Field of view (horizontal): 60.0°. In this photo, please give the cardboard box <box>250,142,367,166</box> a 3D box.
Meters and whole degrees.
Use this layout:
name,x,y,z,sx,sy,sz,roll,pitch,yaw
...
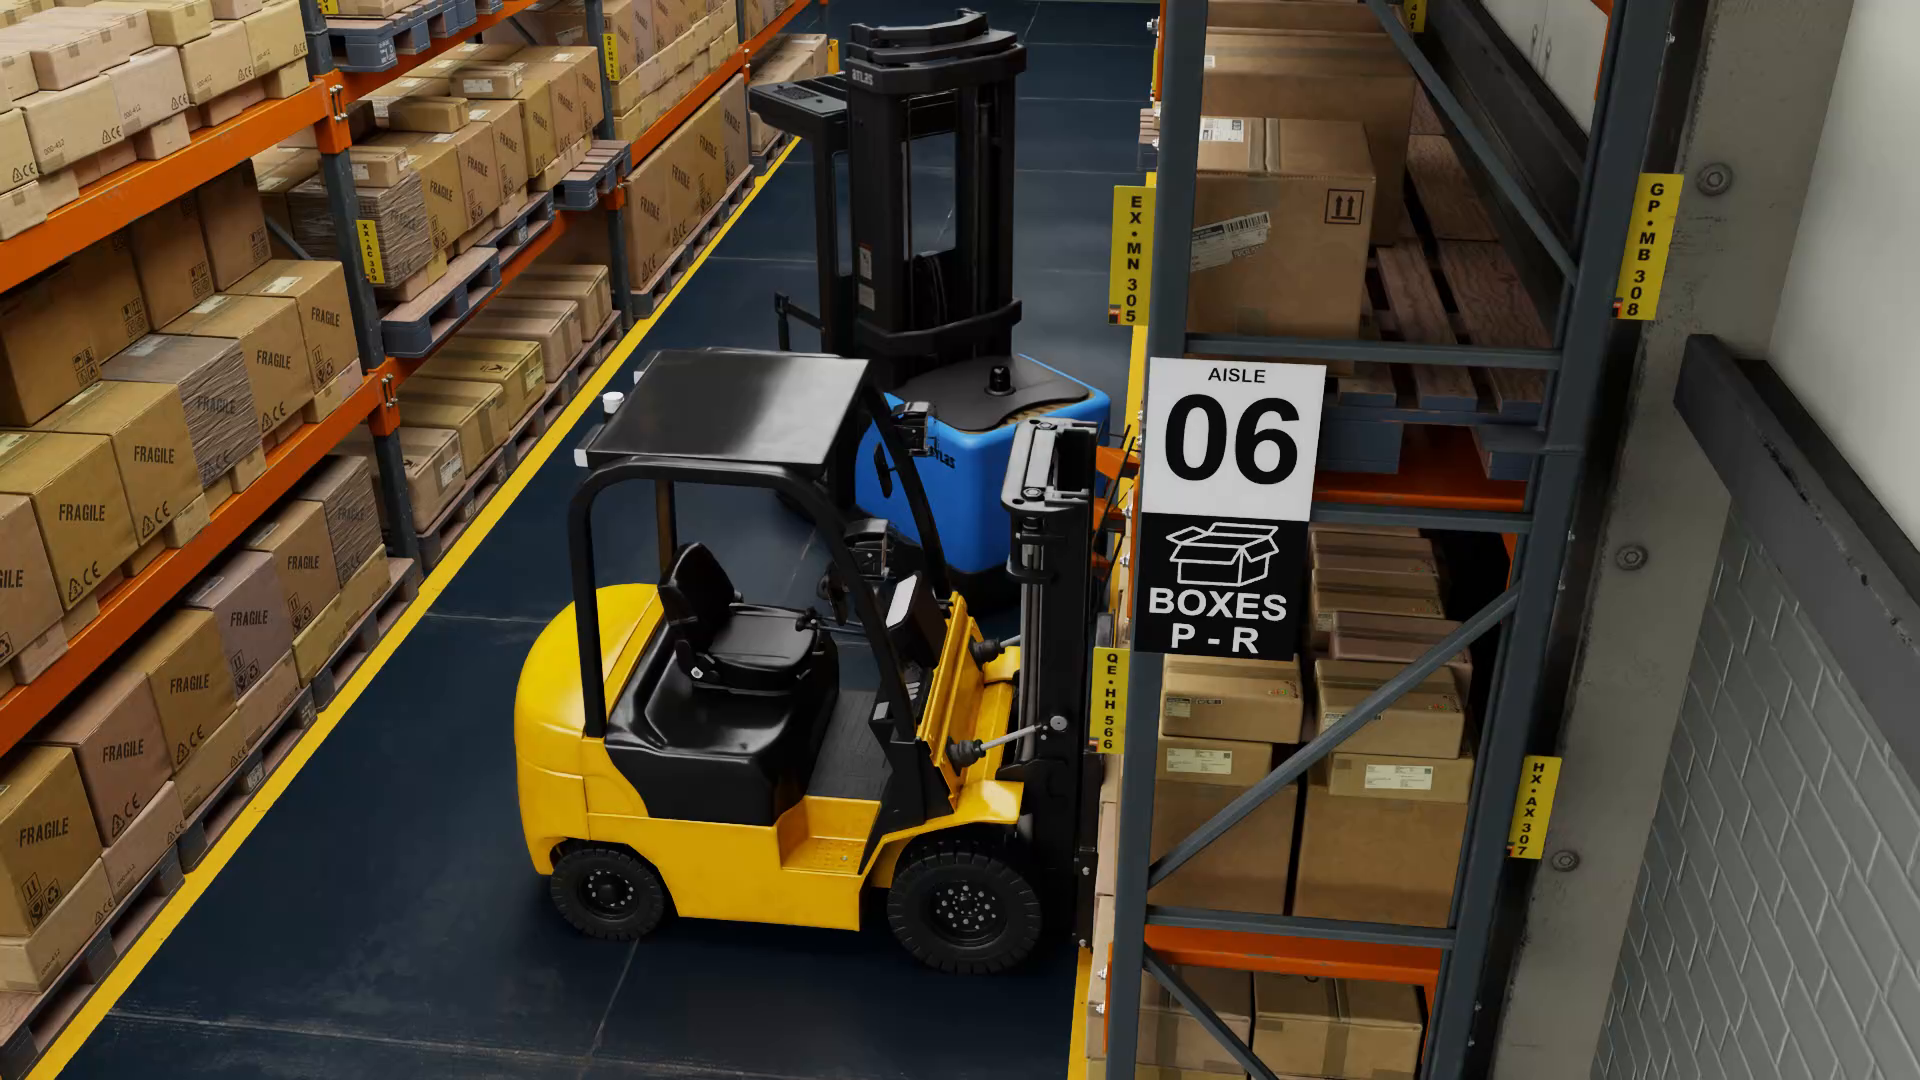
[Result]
name,x,y,z,sx,sy,sz,roll,pitch,yaw
cardboard box,-3.619,-1.920,9.289,0.500,0.500,0.500,4,29,6

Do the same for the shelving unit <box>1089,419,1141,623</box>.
name,x,y,z,sx,sy,sz,roll,pitch,yaw
shelving unit,0.728,-0.093,8.803,0.215,1.050,0.252,7,20,-39

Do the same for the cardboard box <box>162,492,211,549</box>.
name,x,y,z,sx,sy,sz,roll,pitch,yaw
cardboard box,-3.422,-0.096,7.030,0.380,0.149,0.250,4,29,7

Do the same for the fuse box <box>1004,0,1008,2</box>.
name,x,y,z,sx,sy,sz,roll,pitch,yaw
fuse box,0.697,-8.642,23.987,0.539,1.711,0.414,3,28,6

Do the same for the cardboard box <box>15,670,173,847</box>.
name,x,y,z,sx,sy,sz,roll,pitch,yaw
cardboard box,-3.562,0.861,6.654,0.500,0.500,0.500,2,28,4

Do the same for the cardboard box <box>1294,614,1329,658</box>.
name,x,y,z,sx,sy,sz,roll,pitch,yaw
cardboard box,1.233,0.361,5.129,0.380,0.149,0.250,3,28,5

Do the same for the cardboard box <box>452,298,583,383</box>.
name,x,y,z,sx,sy,sz,roll,pitch,yaw
cardboard box,-3.179,-1.394,11.502,0.950,0.372,0.625,3,28,5

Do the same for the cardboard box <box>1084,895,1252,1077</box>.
name,x,y,z,sx,sy,sz,roll,pitch,yaw
cardboard box,0.676,1.424,5.346,0.500,0.250,0.500,4,29,8

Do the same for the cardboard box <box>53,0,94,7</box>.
name,x,y,z,sx,sy,sz,roll,pitch,yaw
cardboard box,-3.914,-2.280,7.080,0.380,0.149,0.250,2,28,5

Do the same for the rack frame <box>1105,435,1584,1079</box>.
name,x,y,z,sx,sy,sz,roll,pitch,yaw
rack frame,0.929,1.074,4.594,1.000,3.000,0.127,3,28,6

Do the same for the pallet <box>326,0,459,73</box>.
name,x,y,z,sx,sy,sz,roll,pitch,yaw
pallet,-3.326,-2.618,8.482,1.213,0.211,1.003,3,28,6

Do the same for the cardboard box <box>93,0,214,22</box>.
name,x,y,z,sx,sy,sz,roll,pitch,yaw
cardboard box,-3.406,-2.251,7.027,0.380,0.149,0.250,4,29,7

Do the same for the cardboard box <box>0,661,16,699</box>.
name,x,y,z,sx,sy,sz,roll,pitch,yaw
cardboard box,-3.621,0.510,5.906,0.380,0.149,0.250,2,28,5

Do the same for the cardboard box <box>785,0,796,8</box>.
name,x,y,z,sx,sy,sz,roll,pitch,yaw
cardboard box,-2.014,-5.824,17.293,0.500,0.500,0.500,4,29,8

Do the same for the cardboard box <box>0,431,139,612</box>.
name,x,y,z,sx,sy,sz,roll,pitch,yaw
cardboard box,-3.543,-0.079,6.314,0.500,0.500,0.500,3,28,5

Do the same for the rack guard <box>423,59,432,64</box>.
name,x,y,z,sx,sy,sz,roll,pitch,yaw
rack guard,-6.972,-5.848,20.078,1.175,0.500,0.348,3,28,6

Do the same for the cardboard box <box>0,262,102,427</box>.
name,x,y,z,sx,sy,sz,roll,pitch,yaw
cardboard box,-3.923,-0.792,6.584,0.700,0.500,0.500,3,28,6

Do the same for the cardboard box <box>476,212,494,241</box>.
name,x,y,z,sx,sy,sz,roll,pitch,yaw
cardboard box,-3.023,-1.902,9.939,0.380,0.149,0.250,4,29,7

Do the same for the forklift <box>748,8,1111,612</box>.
name,x,y,z,sx,sy,sz,roll,pitch,yaw
forklift,-0.464,-1.541,9.520,1.130,2.935,3.031,-20,34,-32

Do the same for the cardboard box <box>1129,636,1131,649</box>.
name,x,y,z,sx,sy,sz,roll,pitch,yaw
cardboard box,0.801,0.539,5.481,0.500,0.500,0.500,4,29,8

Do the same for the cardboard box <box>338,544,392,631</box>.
name,x,y,z,sx,sy,sz,roll,pitch,yaw
cardboard box,-3.313,0.224,8.628,0.500,0.250,0.500,5,29,9

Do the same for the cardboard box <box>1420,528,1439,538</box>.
name,x,y,z,sx,sy,sz,roll,pitch,yaw
cardboard box,1.449,-0.138,5.740,0.380,0.149,0.250,3,28,5

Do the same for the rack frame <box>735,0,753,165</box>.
name,x,y,z,sx,sy,sz,roll,pitch,yaw
rack frame,-2.527,-4.862,15.611,1.000,3.000,0.127,3,28,6

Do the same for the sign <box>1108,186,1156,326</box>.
name,x,y,z,sx,sy,sz,roll,pitch,yaw
sign,0.392,-0.640,3.762,0.100,0.325,0.005,3,28,6

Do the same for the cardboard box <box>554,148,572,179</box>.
name,x,y,z,sx,sy,sz,roll,pitch,yaw
cardboard box,-2.810,-2.515,11.079,0.380,0.149,0.250,2,28,4

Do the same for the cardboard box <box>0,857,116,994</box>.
name,x,y,z,sx,sy,sz,roll,pitch,yaw
cardboard box,-3.625,1.449,6.354,0.500,0.250,0.500,3,28,6

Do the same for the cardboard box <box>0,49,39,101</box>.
name,x,y,z,sx,sy,sz,roll,pitch,yaw
cardboard box,-3.534,-1.644,5.900,0.380,0.149,0.250,4,29,7

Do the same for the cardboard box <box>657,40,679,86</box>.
name,x,y,z,sx,sy,sz,roll,pitch,yaw
cardboard box,-2.573,-3.834,13.335,0.500,0.250,0.500,3,28,6

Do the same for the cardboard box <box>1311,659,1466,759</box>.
name,x,y,z,sx,sy,sz,roll,pitch,yaw
cardboard box,1.182,0.467,4.617,0.380,0.149,0.250,3,28,5

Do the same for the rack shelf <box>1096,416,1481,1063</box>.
name,x,y,z,sx,sy,sz,roll,pitch,yaw
rack shelf,1.174,0.449,6.512,1.077,0.370,4.000,3,28,6

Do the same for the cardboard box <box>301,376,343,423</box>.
name,x,y,z,sx,sy,sz,roll,pitch,yaw
cardboard box,-3.268,-0.698,8.149,0.380,0.149,0.250,4,29,7

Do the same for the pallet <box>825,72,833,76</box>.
name,x,y,z,sx,sy,sz,roll,pitch,yaw
pallet,-2.058,-5.136,19.061,1.003,0.211,1.213,3,28,6

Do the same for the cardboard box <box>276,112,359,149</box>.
name,x,y,z,sx,sy,sz,roll,pitch,yaw
cardboard box,-3.604,-2.297,9.305,0.380,0.149,0.250,3,28,5

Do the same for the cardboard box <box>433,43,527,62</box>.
name,x,y,z,sx,sy,sz,roll,pitch,yaw
cardboard box,-3.302,-3.140,11.554,0.500,0.500,0.500,3,28,5

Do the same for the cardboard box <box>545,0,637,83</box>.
name,x,y,z,sx,sy,sz,roll,pitch,yaw
cardboard box,-2.714,-3.681,12.260,0.500,0.500,0.500,2,28,5

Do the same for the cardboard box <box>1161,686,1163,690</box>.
name,x,y,z,sx,sy,sz,roll,pitch,yaw
cardboard box,0.695,0.443,4.976,0.380,0.149,0.250,4,29,7

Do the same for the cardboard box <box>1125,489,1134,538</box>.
name,x,y,z,sx,sy,sz,roll,pitch,yaw
cardboard box,1.048,-0.014,8.016,0.500,0.250,0.500,3,28,5

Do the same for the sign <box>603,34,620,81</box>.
name,x,y,z,sx,sy,sz,roll,pitch,yaw
sign,-2.478,-3.426,11.810,0.100,0.325,0.005,3,28,6

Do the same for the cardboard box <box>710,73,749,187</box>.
name,x,y,z,sx,sy,sz,roll,pitch,yaw
cardboard box,-2.524,-3.815,15.465,0.875,0.875,0.875,4,29,8

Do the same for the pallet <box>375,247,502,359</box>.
name,x,y,z,sx,sy,sz,roll,pitch,yaw
pallet,-3.270,-1.363,9.319,1.003,0.211,1.213,3,28,6

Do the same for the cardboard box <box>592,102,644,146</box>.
name,x,y,z,sx,sy,sz,roll,pitch,yaw
cardboard box,-2.708,-3.128,12.552,0.500,0.250,0.500,3,28,5

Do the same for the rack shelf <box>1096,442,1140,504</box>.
name,x,y,z,sx,sy,sz,roll,pitch,yaw
rack shelf,0.816,-0.342,8.732,0.215,0.259,0.240,7,20,-39

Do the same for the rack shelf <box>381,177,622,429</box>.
name,x,y,z,sx,sy,sz,roll,pitch,yaw
rack shelf,-3.263,-1.721,10.540,1.077,0.370,4.000,3,28,6

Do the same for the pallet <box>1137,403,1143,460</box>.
name,x,y,z,sx,sy,sz,roll,pitch,yaw
pallet,1.618,-0.507,10.468,1.003,0.211,1.213,3,28,6

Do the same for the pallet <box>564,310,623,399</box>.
name,x,y,z,sx,sy,sz,roll,pitch,yaw
pallet,-3.115,-1.383,12.095,1.003,0.211,1.213,3,28,6

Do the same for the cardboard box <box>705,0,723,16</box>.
name,x,y,z,sx,sy,sz,roll,pitch,yaw
cardboard box,-2.389,-4.877,14.480,0.500,0.500,0.500,4,29,7

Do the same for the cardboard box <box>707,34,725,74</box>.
name,x,y,z,sx,sy,sz,roll,pitch,yaw
cardboard box,-2.396,-4.330,14.783,0.500,0.250,0.500,3,28,5

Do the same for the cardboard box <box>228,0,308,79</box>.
name,x,y,z,sx,sy,sz,roll,pitch,yaw
cardboard box,-3.295,-2.257,7.459,0.500,0.250,0.500,3,28,6

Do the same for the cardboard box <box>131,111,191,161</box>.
name,x,y,z,sx,sy,sz,roll,pitch,yaw
cardboard box,-3.384,-1.656,6.763,0.380,0.149,0.250,4,29,8

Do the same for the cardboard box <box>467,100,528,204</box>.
name,x,y,z,sx,sy,sz,roll,pitch,yaw
cardboard box,-2.978,-2.370,10.125,0.500,0.500,0.500,2,28,4
